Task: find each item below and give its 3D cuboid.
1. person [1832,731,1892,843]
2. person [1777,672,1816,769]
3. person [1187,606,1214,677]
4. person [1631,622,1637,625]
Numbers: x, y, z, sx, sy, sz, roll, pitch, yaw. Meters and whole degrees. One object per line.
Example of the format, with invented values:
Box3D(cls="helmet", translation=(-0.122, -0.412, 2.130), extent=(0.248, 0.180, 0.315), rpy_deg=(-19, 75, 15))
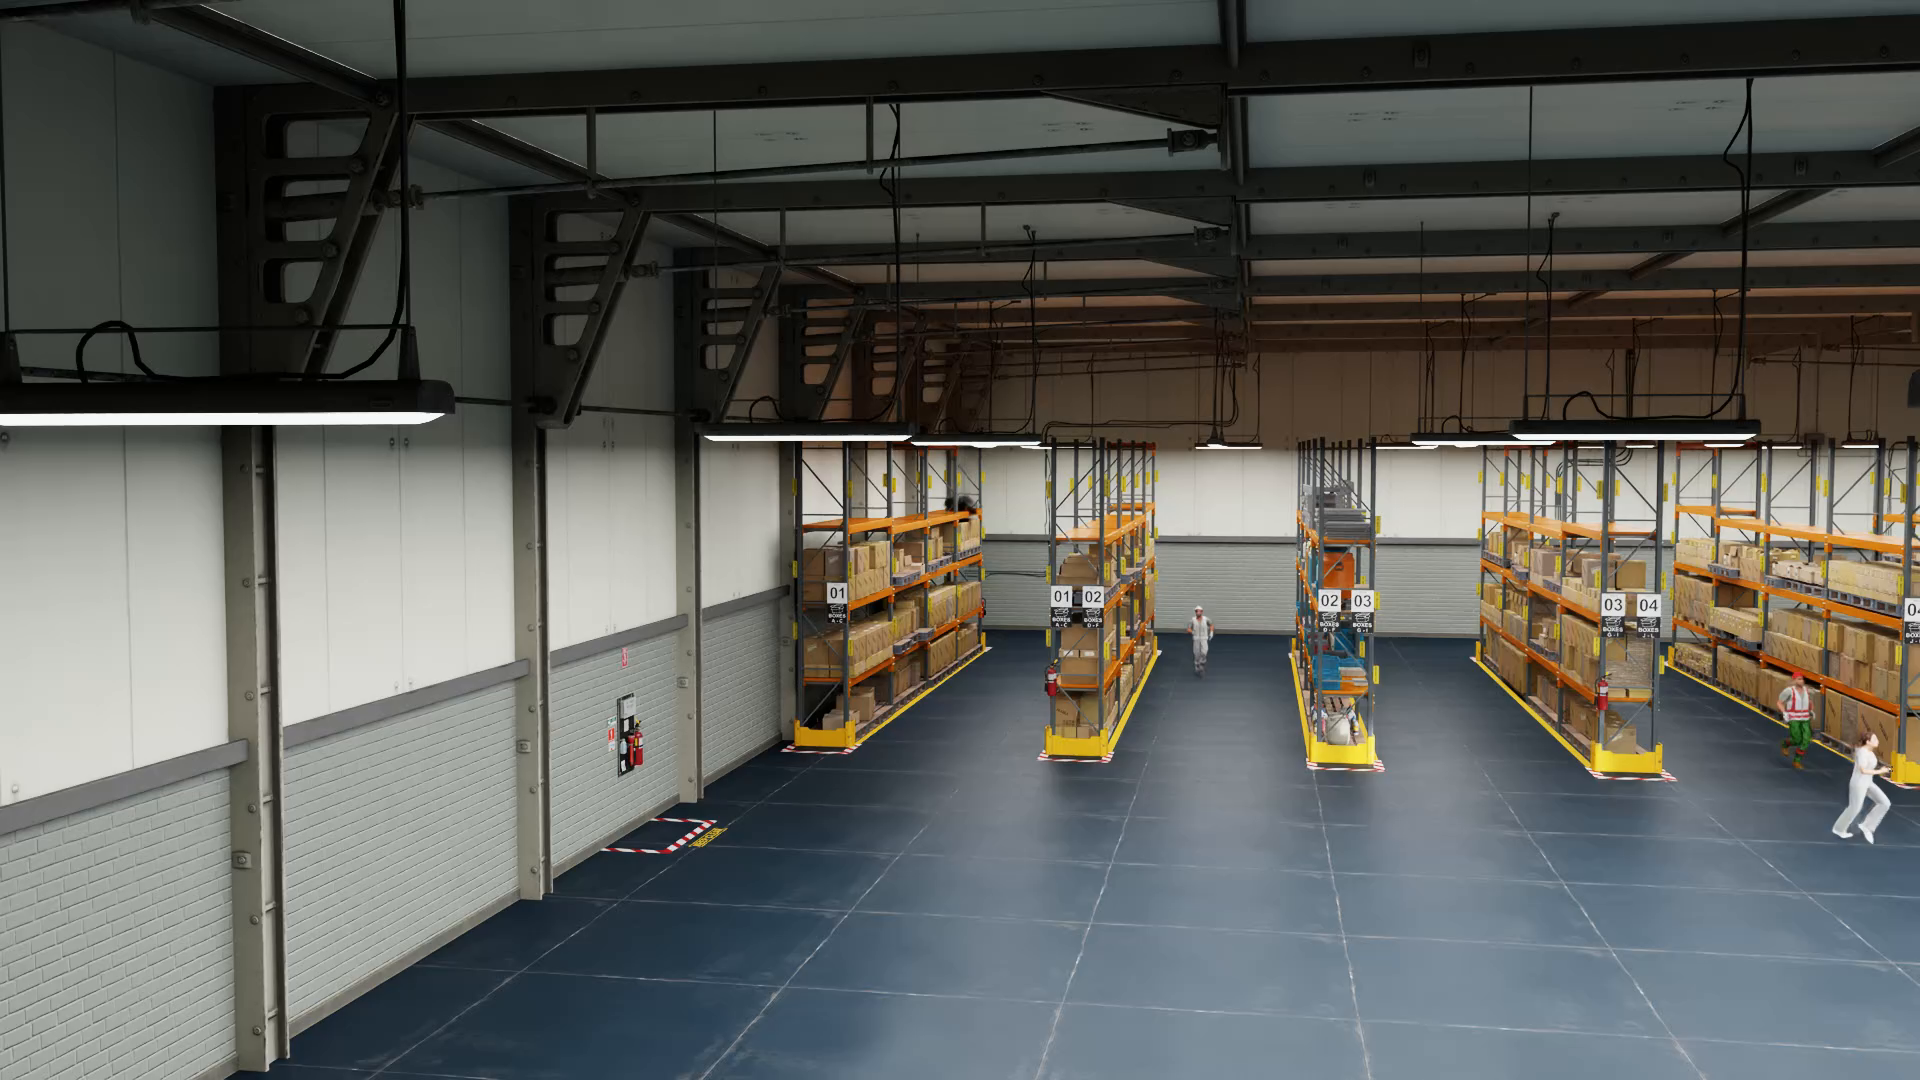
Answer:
Box3D(cls="person", translation=(13.193, 3.598, 24.318), extent=(0.793, 1.641, 0.590), rpy_deg=(3, 4, 44))
Box3D(cls="person", translation=(15.225, 3.263, 30.269), extent=(0.670, 1.752, 0.611), rpy_deg=(0, 3, -3))
Box3D(cls="person", translation=(6.161, 2.591, 42.628), extent=(0.668, 1.783, 0.724), rpy_deg=(1, 3, 10))
Box3D(cls="person", translation=(17.620, 2.597, 43.499), extent=(0.587, 1.688, 0.757), rpy_deg=(1, 3, 10))
